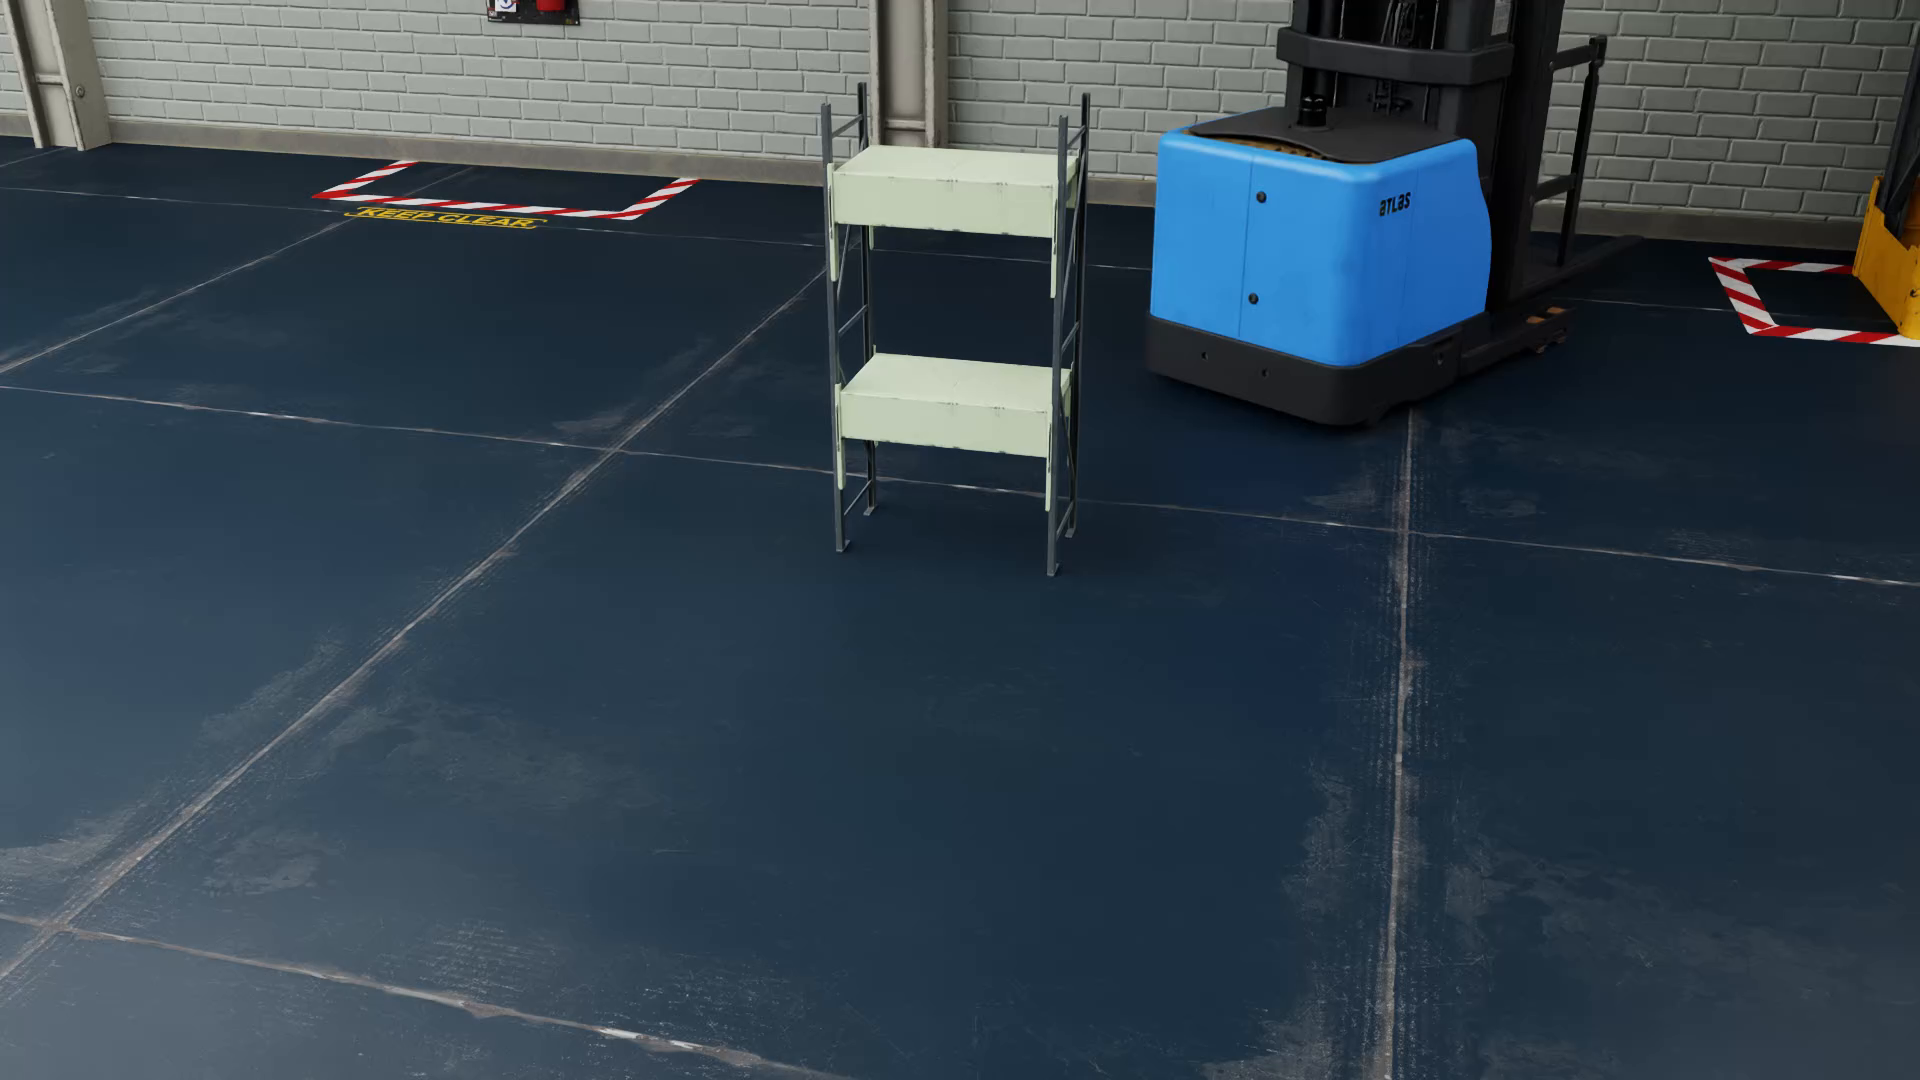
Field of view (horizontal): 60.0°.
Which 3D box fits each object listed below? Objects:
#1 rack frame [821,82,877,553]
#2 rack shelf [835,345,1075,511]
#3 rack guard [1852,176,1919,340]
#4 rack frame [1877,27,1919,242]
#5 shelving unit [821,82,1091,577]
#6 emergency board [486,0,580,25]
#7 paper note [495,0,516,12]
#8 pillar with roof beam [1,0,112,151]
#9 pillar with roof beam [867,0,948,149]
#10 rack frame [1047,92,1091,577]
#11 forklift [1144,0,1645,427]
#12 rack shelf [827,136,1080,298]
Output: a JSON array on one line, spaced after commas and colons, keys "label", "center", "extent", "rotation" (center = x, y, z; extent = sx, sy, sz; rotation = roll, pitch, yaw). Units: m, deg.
[{"label": "rack frame", "center": [-0.361, -0.717, 5.511], "extent": [0.023, 1.500, 0.400], "rotation": [6, 26, 13]}, {"label": "rack shelf", "center": [-0.006, -0.384, 5.569], "extent": [0.720, 0.370, 0.431], "rotation": [6, 26, 13]}, {"label": "rack guard", "center": [4.689, -1.382, 8.072], "extent": [0.348, 0.500, 1.175], "rotation": [6, 26, 13]}, {"label": "rack frame", "center": [4.615, -2.519, 7.551], "extent": [0.127, 3.000, 1.000], "rotation": [6, 26, 13]}, {"label": "shelving unit", "center": [-0.006, -0.678, 5.429], "extent": [0.755, 1.500, 0.431], "rotation": [6, 26, 13]}, {"label": "emergency board", "center": [-2.686, -3.727, 10.089], "extent": [0.643, 1.169, 0.194], "rotation": [6, 26, 13]}, {"label": "paper note", "center": [-2.841, -3.377, 10.378], "extent": [0.142, 0.148, 0.016], "rotation": [6, 26, 13]}, {"label": "pillar with roof beam", "center": [-7.186, -5.005, 5.795], "extent": [0.400, 9.000, 9.100], "rotation": [6, 26, 13]}, {"label": "pillar with roof beam", "center": [-1.375, -4.363, 4.445], "extent": [0.400, 9.000, 9.100], "rotation": [6, 26, 13]}, {"label": "rack frame", "center": [0.348, -0.639, 5.347], "extent": [0.023, 1.500, 0.400], "rotation": [6, 26, 13]}, {"label": "forklift", "center": [2.186, -2.306, 7.185], "extent": [1.130, 2.935, 3.031], "rotation": [23, 34, 40]}, {"label": "rack shelf", "center": [-0.006, -1.030, 5.261], "extent": [0.720, 0.370, 0.431], "rotation": [6, 26, 13]}]
